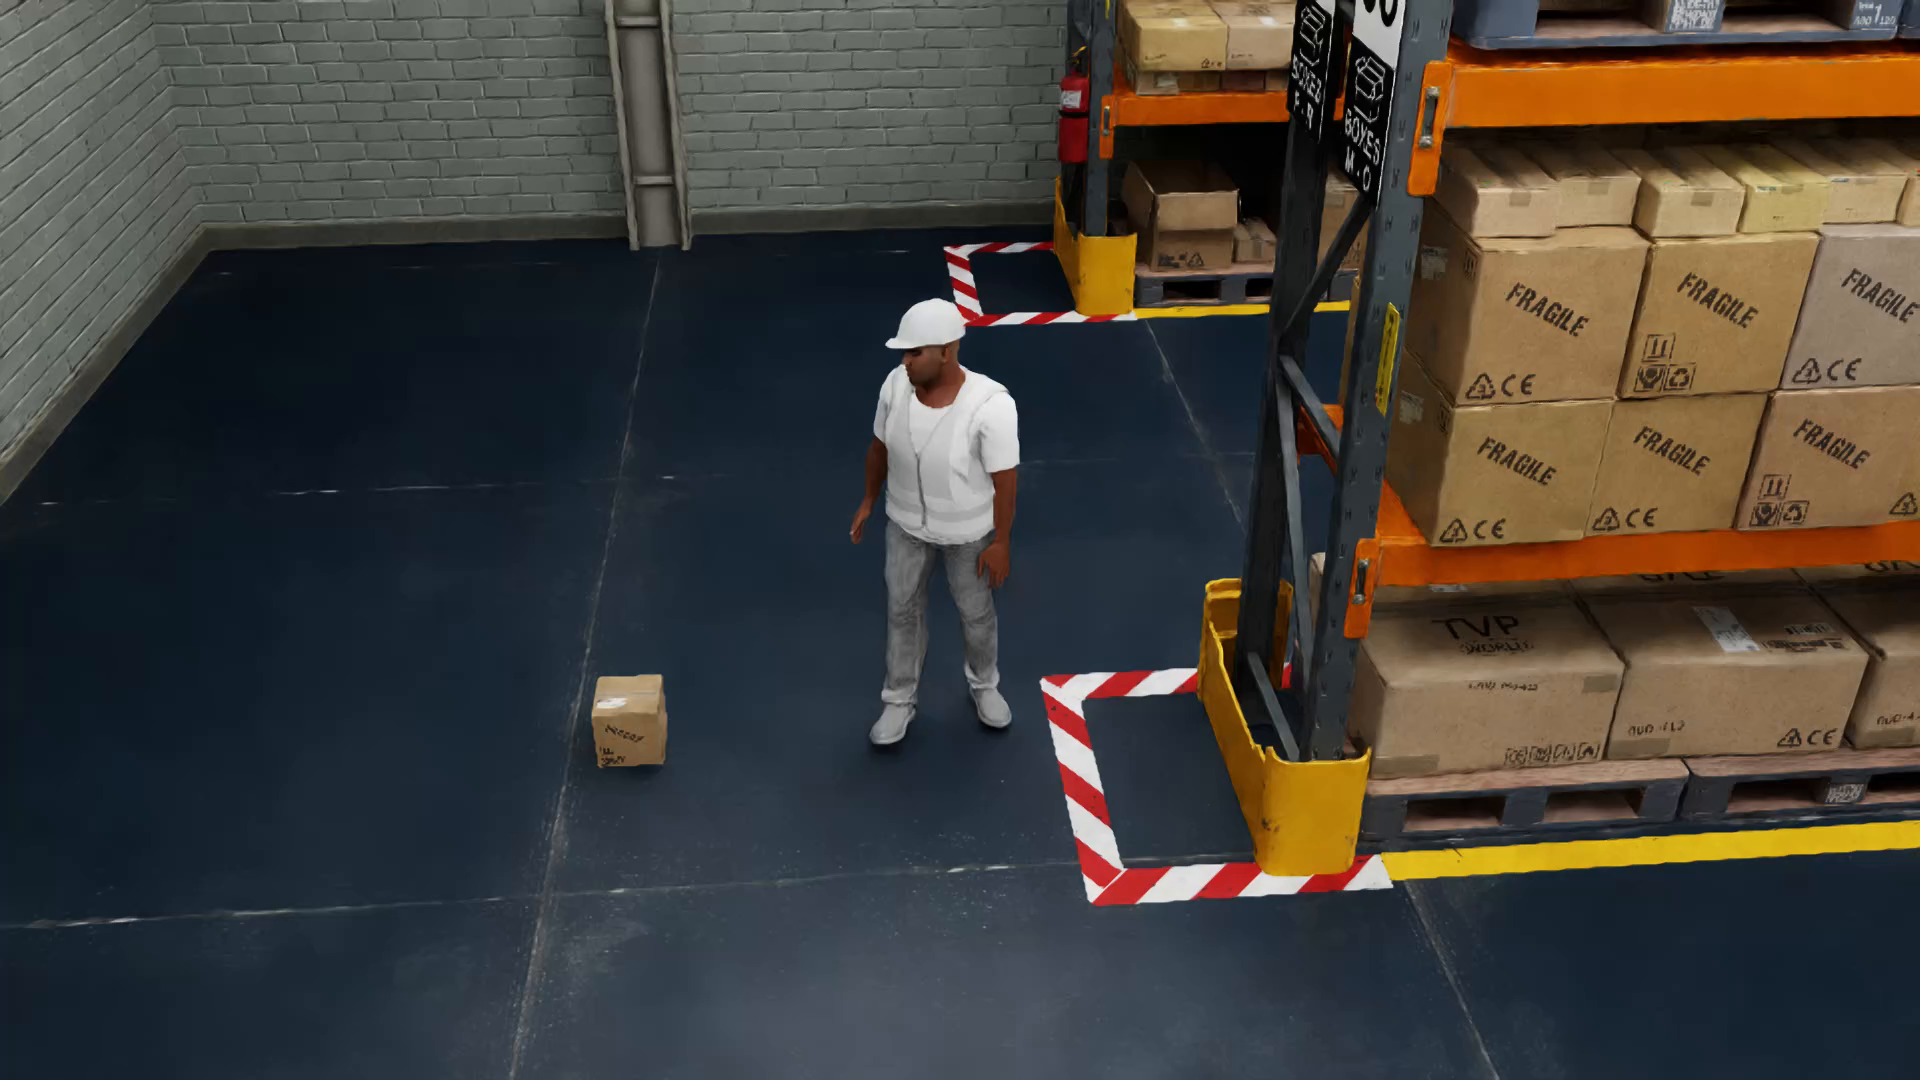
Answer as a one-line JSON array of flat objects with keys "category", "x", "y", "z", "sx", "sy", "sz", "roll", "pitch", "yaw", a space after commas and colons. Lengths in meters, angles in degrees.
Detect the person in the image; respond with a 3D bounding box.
[{"category": "person", "x": -0.117, "y": -0.046, "z": 6.139, "sx": 0.670, "sy": 1.763, "sz": 0.582, "roll": 13, "pitch": 33, "yaw": 20}]
